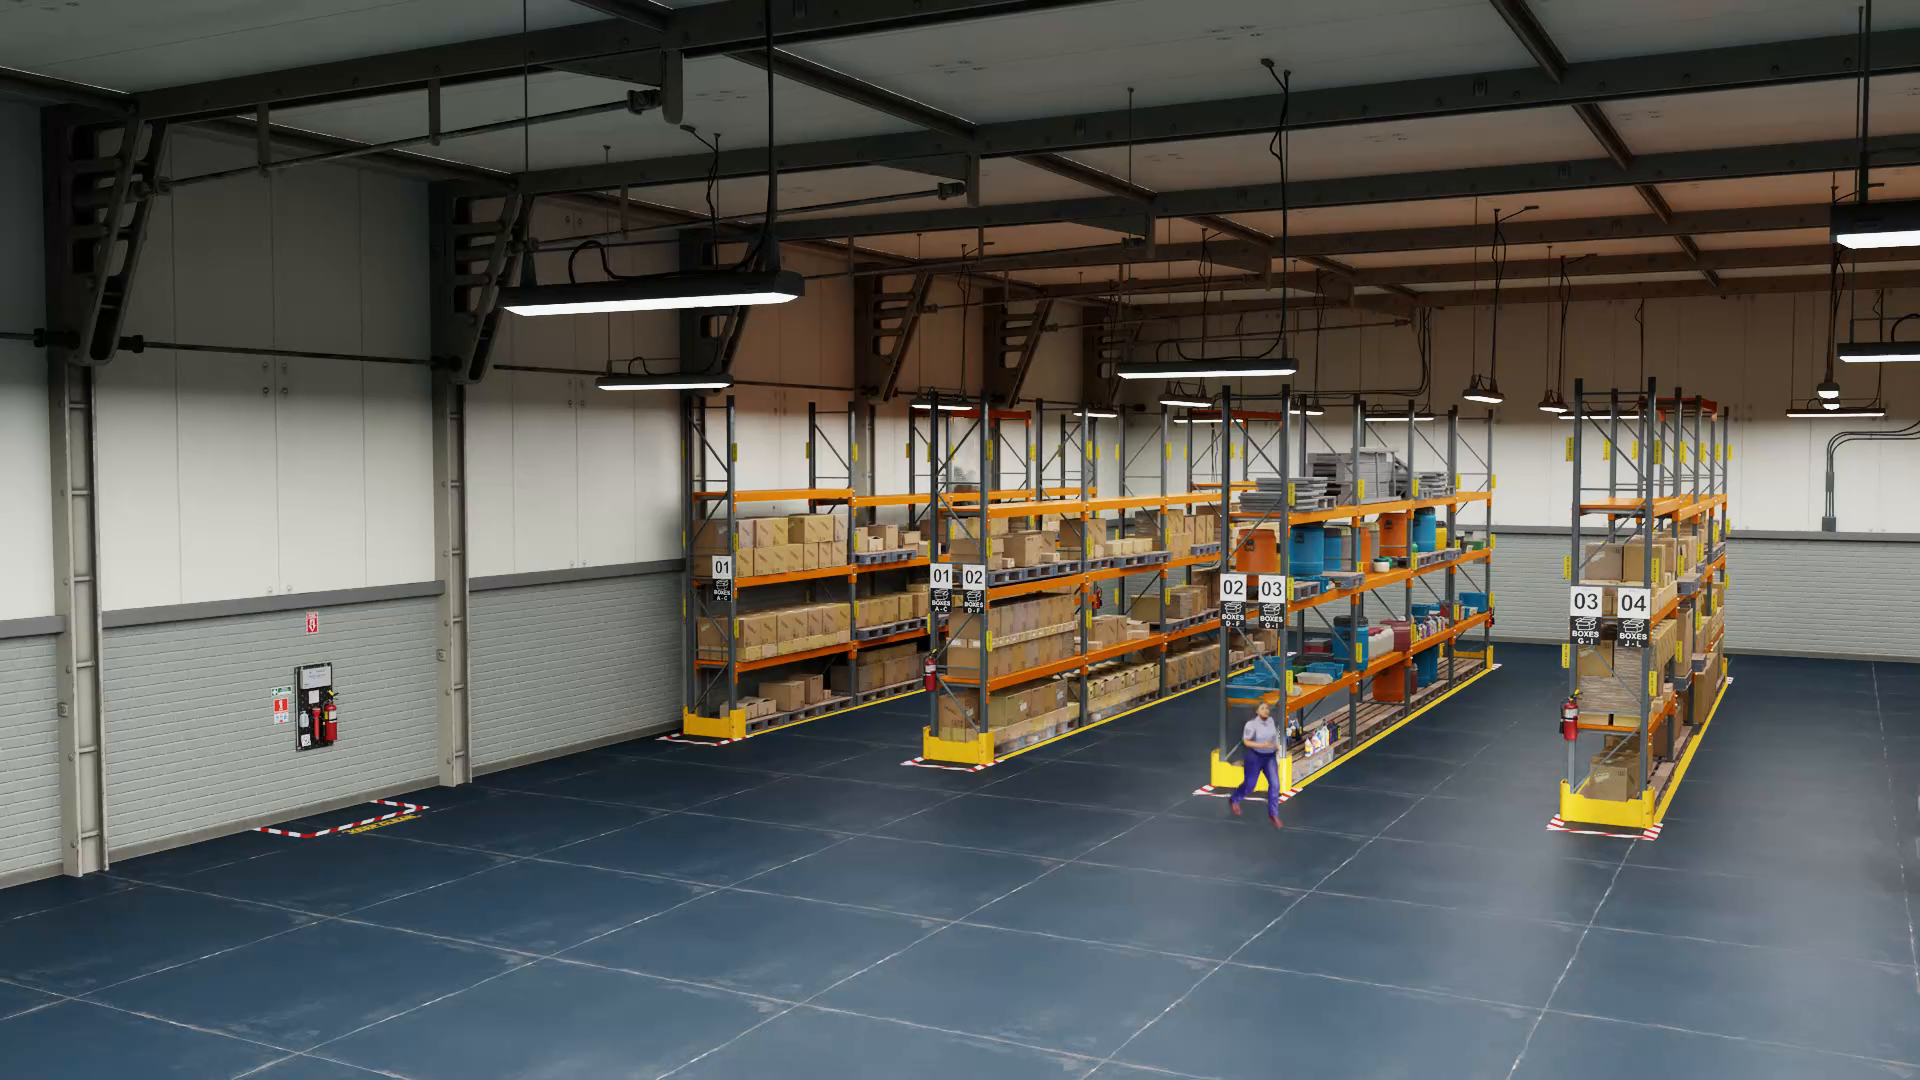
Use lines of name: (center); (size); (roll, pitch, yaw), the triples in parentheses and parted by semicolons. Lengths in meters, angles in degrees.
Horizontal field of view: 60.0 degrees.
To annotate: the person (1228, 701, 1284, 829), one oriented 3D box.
person: (4.044, 3.000, 22.496); (0.614, 1.679, 0.930); (-1, 3, -23)
